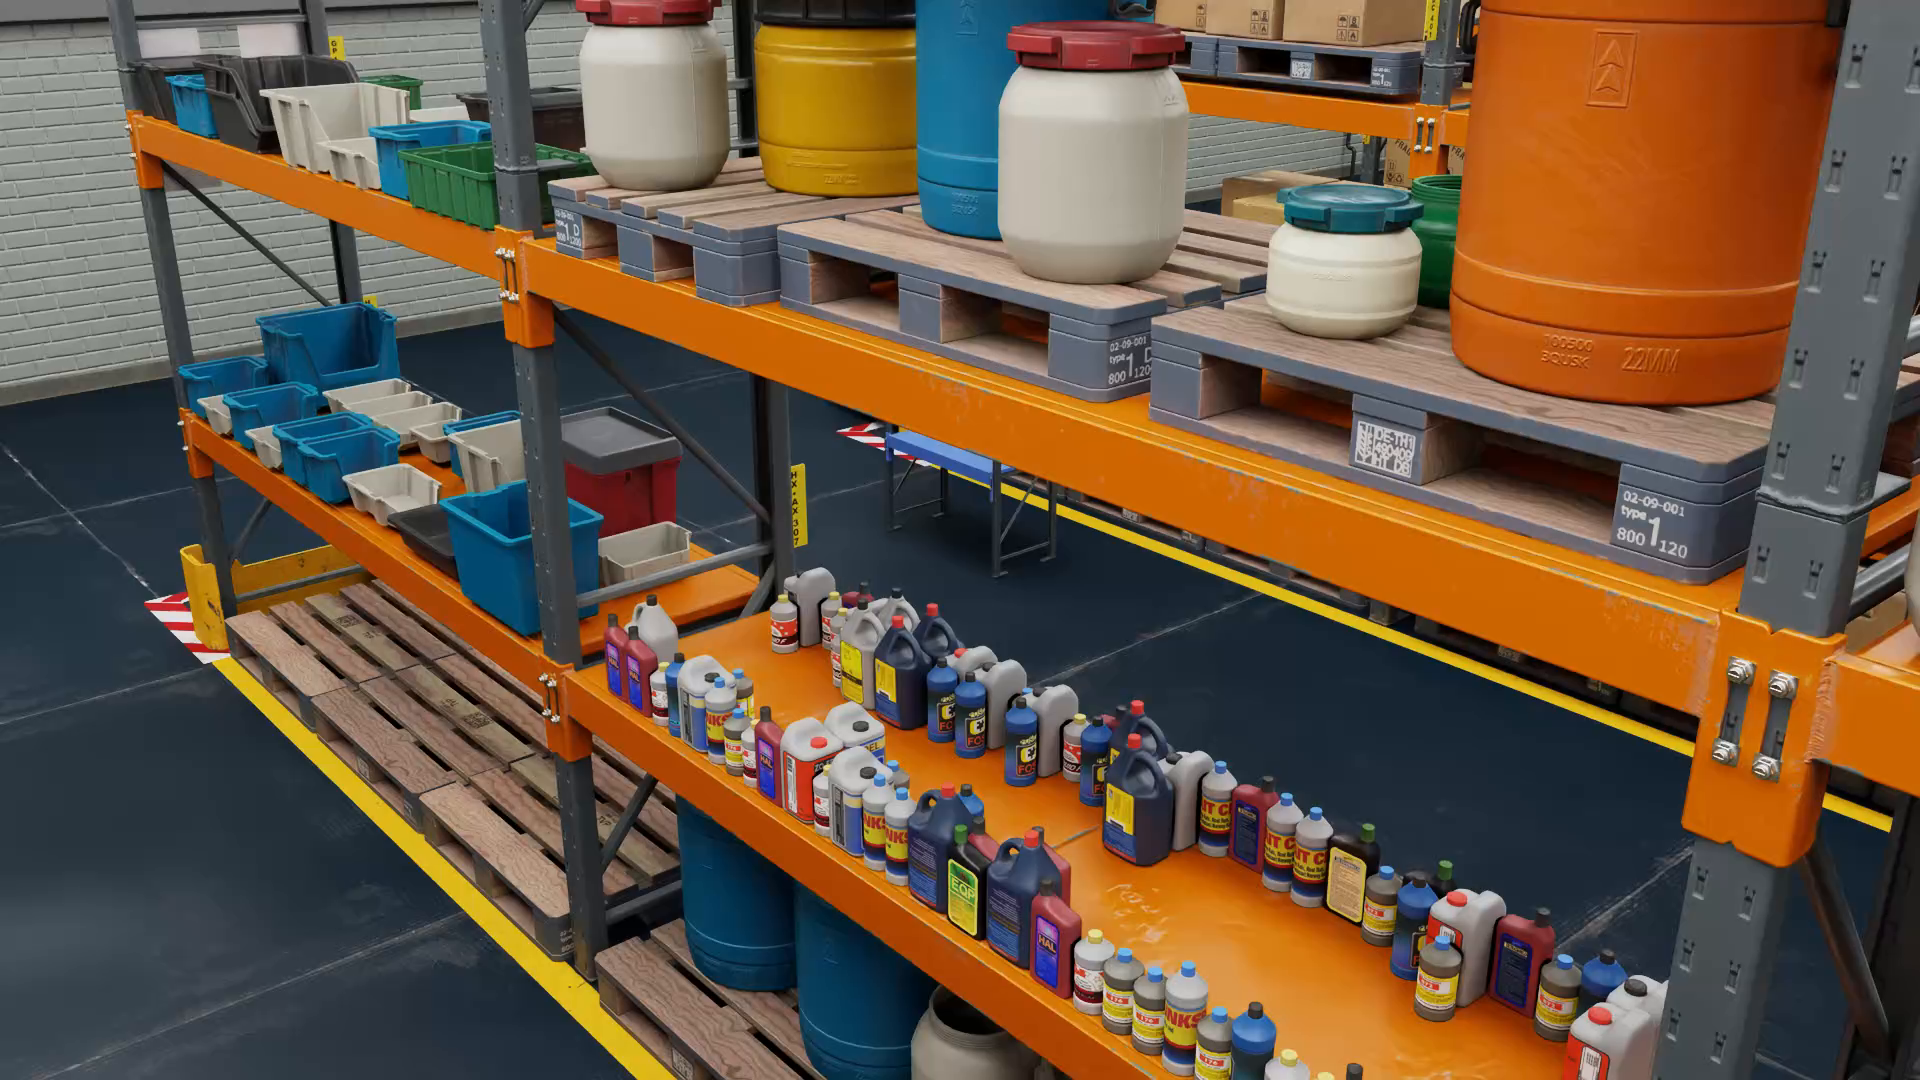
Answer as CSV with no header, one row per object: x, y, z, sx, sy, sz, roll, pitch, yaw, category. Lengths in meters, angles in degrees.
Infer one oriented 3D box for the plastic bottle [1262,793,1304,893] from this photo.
0.872,0.808,4.484,0.097,0.271,0.097,0,21,0,plastic bottle

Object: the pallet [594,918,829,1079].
-0.571,1.655,5.969,1.003,0.211,1.213,-17,27,-37,pallet

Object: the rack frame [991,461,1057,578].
0.388,-0.534,9.792,0.500,1.500,0.032,-17,27,-37,rack frame

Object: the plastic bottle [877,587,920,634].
-0.196,0.333,5.589,0.144,0.351,0.185,-17,27,-37,plastic bottle

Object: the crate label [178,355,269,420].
-3.743,-0.775,8.497,0.416,0.233,0.303,-17,27,-37,crate label

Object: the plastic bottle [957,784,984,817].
0.017,0.790,4.530,0.097,0.271,0.097,0,21,0,plastic bottle

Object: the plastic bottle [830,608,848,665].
-0.404,0.335,5.788,0.097,0.201,0.097,0,21,0,plastic bottle

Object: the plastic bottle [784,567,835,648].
-0.541,0.223,5.971,0.152,0.276,0.135,-17,27,-37,plastic bottle

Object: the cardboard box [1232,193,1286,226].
1.882,-1.666,9.394,0.500,0.500,0.500,-17,27,-37,cardboard box

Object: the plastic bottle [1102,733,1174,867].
0.496,0.710,4.625,0.144,0.351,0.185,-17,27,-37,plastic bottle

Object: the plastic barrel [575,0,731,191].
-0.890,-1.317,4.858,0.433,0.535,0.433,0,21,0,plastic barrel

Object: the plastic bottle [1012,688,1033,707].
0.210,0.561,5.211,0.097,0.201,0.097,0,21,0,plastic bottle

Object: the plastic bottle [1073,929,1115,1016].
0.323,1.033,4.006,0.097,0.201,0.097,0,21,0,plastic bottle

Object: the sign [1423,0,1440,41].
2.289,-2.587,8.046,0.100,0.325,0.005,-17,27,-37,sign

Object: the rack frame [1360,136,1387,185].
3.921,-3.303,14.805,1.000,3.000,0.127,-17,27,-37,rack frame

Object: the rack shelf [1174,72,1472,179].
1.403,-2.660,10.035,1.077,0.370,4.000,-17,27,-37,rack shelf

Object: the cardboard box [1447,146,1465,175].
4.374,-3.157,13.886,0.500,0.500,0.500,-17,27,-37,cardboard box

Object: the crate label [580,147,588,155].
-1.144,-1.344,6.051,0.293,0.136,0.466,-17,27,-37,crate label

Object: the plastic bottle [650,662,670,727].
-0.951,0.493,5.384,0.097,0.201,0.097,0,21,0,plastic bottle

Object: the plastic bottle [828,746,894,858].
-0.274,0.730,4.677,0.152,0.276,0.135,-17,27,-37,plastic bottle

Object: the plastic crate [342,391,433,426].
-2.807,-0.611,8.210,0.396,0.136,0.243,-17,27,-37,plastic crate

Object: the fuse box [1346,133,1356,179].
5.593,-5.922,23.257,0.539,1.711,0.414,-17,27,-37,fuse box

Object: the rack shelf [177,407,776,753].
-2.349,-0.084,7.572,1.077,0.370,4.000,-17,27,-37,rack shelf

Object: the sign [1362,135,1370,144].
3.510,-3.577,14.317,0.100,0.325,0.005,-17,27,-37,sign

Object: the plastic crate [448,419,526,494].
-1.901,-0.305,7.229,0.437,0.282,0.530,-17,27,-37,plastic crate

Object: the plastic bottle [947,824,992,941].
0.026,0.879,4.286,0.061,0.283,0.133,-17,27,-37,plastic bottle

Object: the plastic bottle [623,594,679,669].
-1.033,0.342,5.565,0.144,0.351,0.185,-17,27,-37,plastic bottle

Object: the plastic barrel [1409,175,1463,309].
1.050,-0.629,3.500,0.294,0.245,0.294,0,21,0,plastic barrel

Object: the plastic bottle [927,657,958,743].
-0.056,0.501,5.269,0.097,0.271,0.097,0,21,0,plastic bottle

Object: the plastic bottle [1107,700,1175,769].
0.523,0.637,4.812,0.144,0.351,0.185,-17,27,-37,plastic bottle

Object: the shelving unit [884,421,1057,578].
0.056,-0.675,10.150,0.538,1.500,1.048,-17,27,-37,shelving unit

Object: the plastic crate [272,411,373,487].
-2.883,-0.411,7.568,0.416,0.233,0.300,-17,27,-37,plastic crate

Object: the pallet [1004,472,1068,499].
0.679,-0.650,11.854,1.003,0.211,1.213,-17,27,-37,pallet

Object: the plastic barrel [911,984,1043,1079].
0.062,1.624,5.061,0.421,0.512,0.421,0,21,0,plastic barrel

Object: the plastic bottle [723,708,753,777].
-0.673,0.611,5.083,0.097,0.201,0.097,0,21,0,plastic bottle

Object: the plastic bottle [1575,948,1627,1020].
1.475,1.064,3.832,0.097,0.271,0.097,0,21,0,plastic bottle

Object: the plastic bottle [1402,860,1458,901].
1.175,0.921,4.180,0.061,0.283,0.133,-17,27,-37,plastic bottle

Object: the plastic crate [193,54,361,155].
-2.866,-1.852,7.071,0.504,0.338,0.767,-17,27,-37,plastic crate

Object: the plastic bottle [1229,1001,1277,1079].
0.641,1.135,3.650,0.097,0.271,0.097,0,21,0,plastic bottle

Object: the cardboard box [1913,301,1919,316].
4.431,-0.840,7.004,0.797,0.503,0.637,-17,27,-36,cardboard box

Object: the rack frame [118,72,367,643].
-3.655,-0.971,8.851,1.000,3.000,0.127,-17,27,-37,rack frame

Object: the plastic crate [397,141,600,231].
-1.549,-1.209,5.636,0.450,0.188,0.662,-17,27,-37,plastic crate

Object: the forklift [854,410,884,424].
0.413,-2.620,13.155,3.031,2.935,1.130,-14,25,-32,forklift

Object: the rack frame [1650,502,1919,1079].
1.567,1.239,3.208,1.000,3.000,0.127,-17,27,-37,rack frame

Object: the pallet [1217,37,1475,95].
2.183,-2.629,9.093,1.003,0.211,1.213,-17,27,-37,pallet
